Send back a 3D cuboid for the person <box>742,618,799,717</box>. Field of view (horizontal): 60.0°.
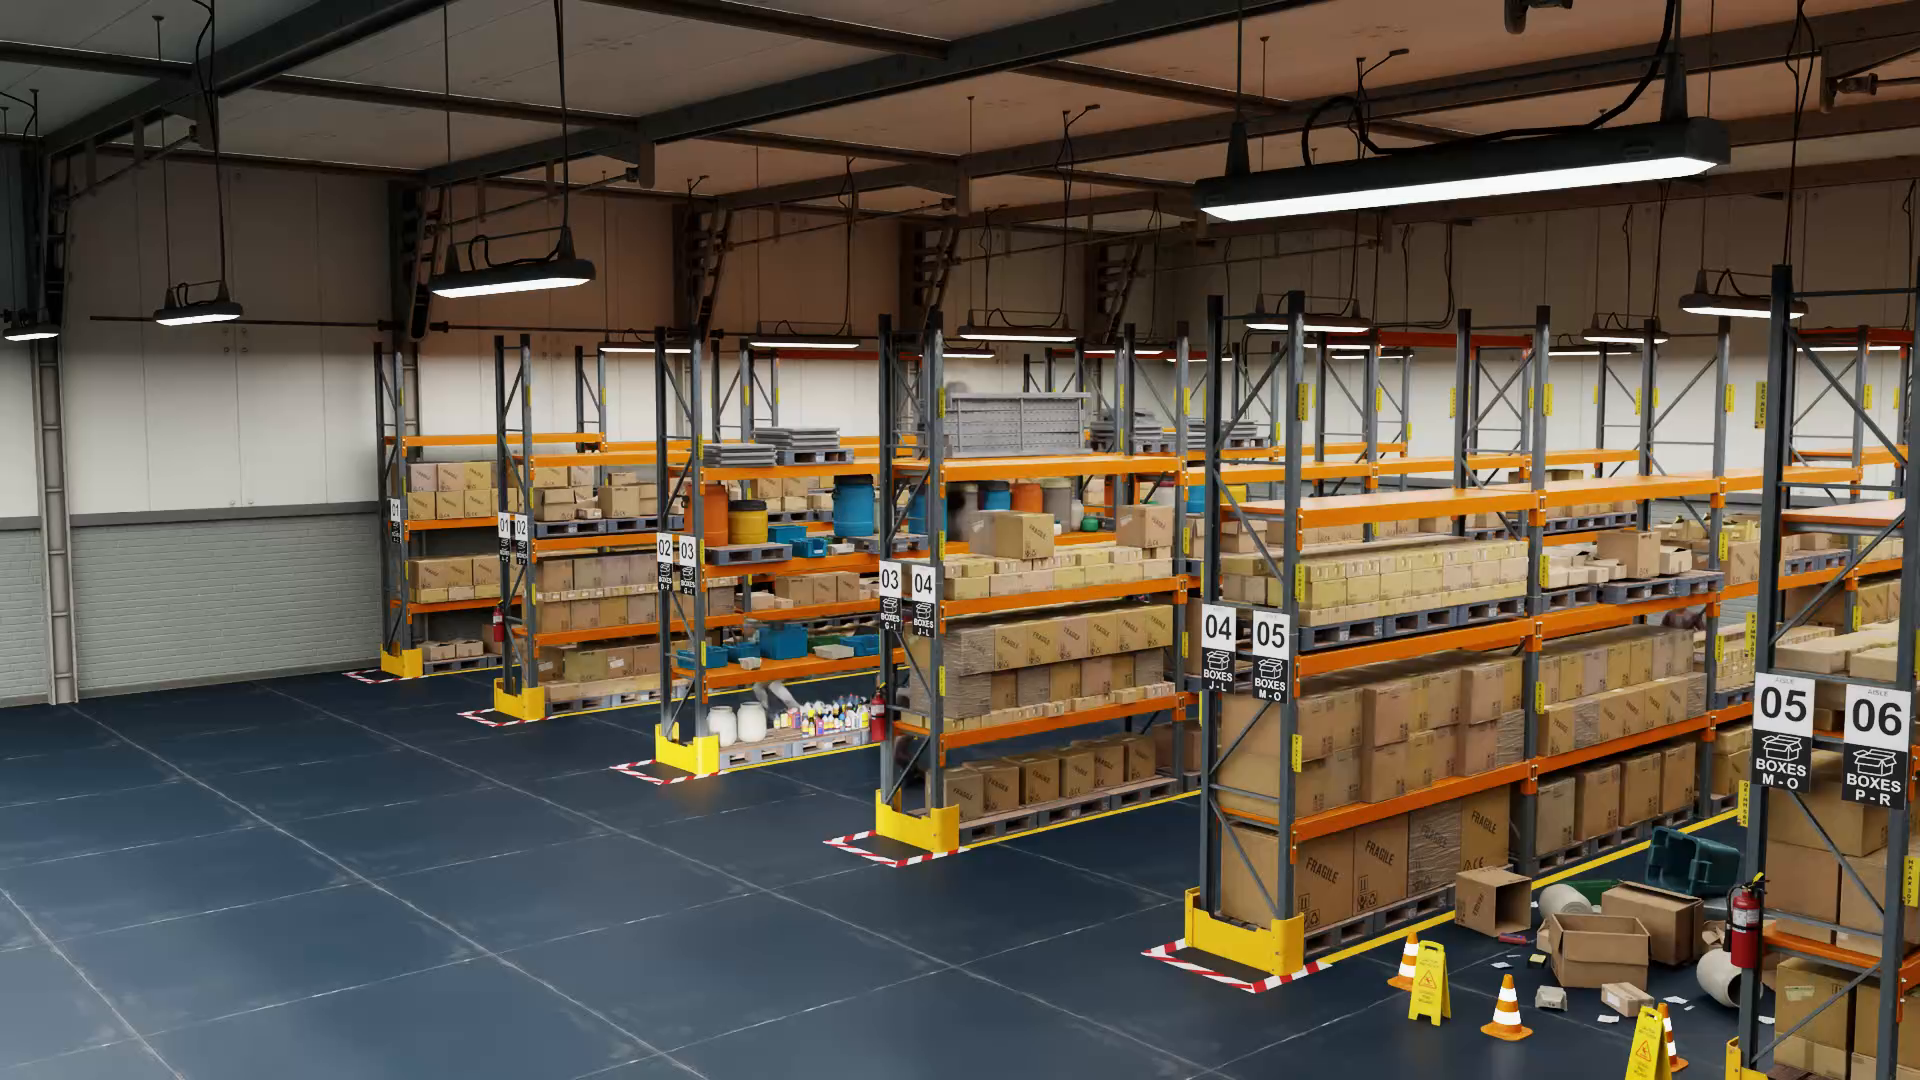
[{"bbox_3d":[-2.917,2.038,25.763,1.021,1.708,0.705,-3,6,-33],"label":"person"}]

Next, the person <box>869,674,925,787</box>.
[{"bbox_3d":[-0.753,2.439,21.324,0.915,1.548,0.690,-5,7,-42],"label":"person"}]

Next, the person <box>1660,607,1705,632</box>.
[{"bbox_3d":[11.969,1.795,27.608,0.723,1.735,0.646,5,7,43],"label":"person"}]
